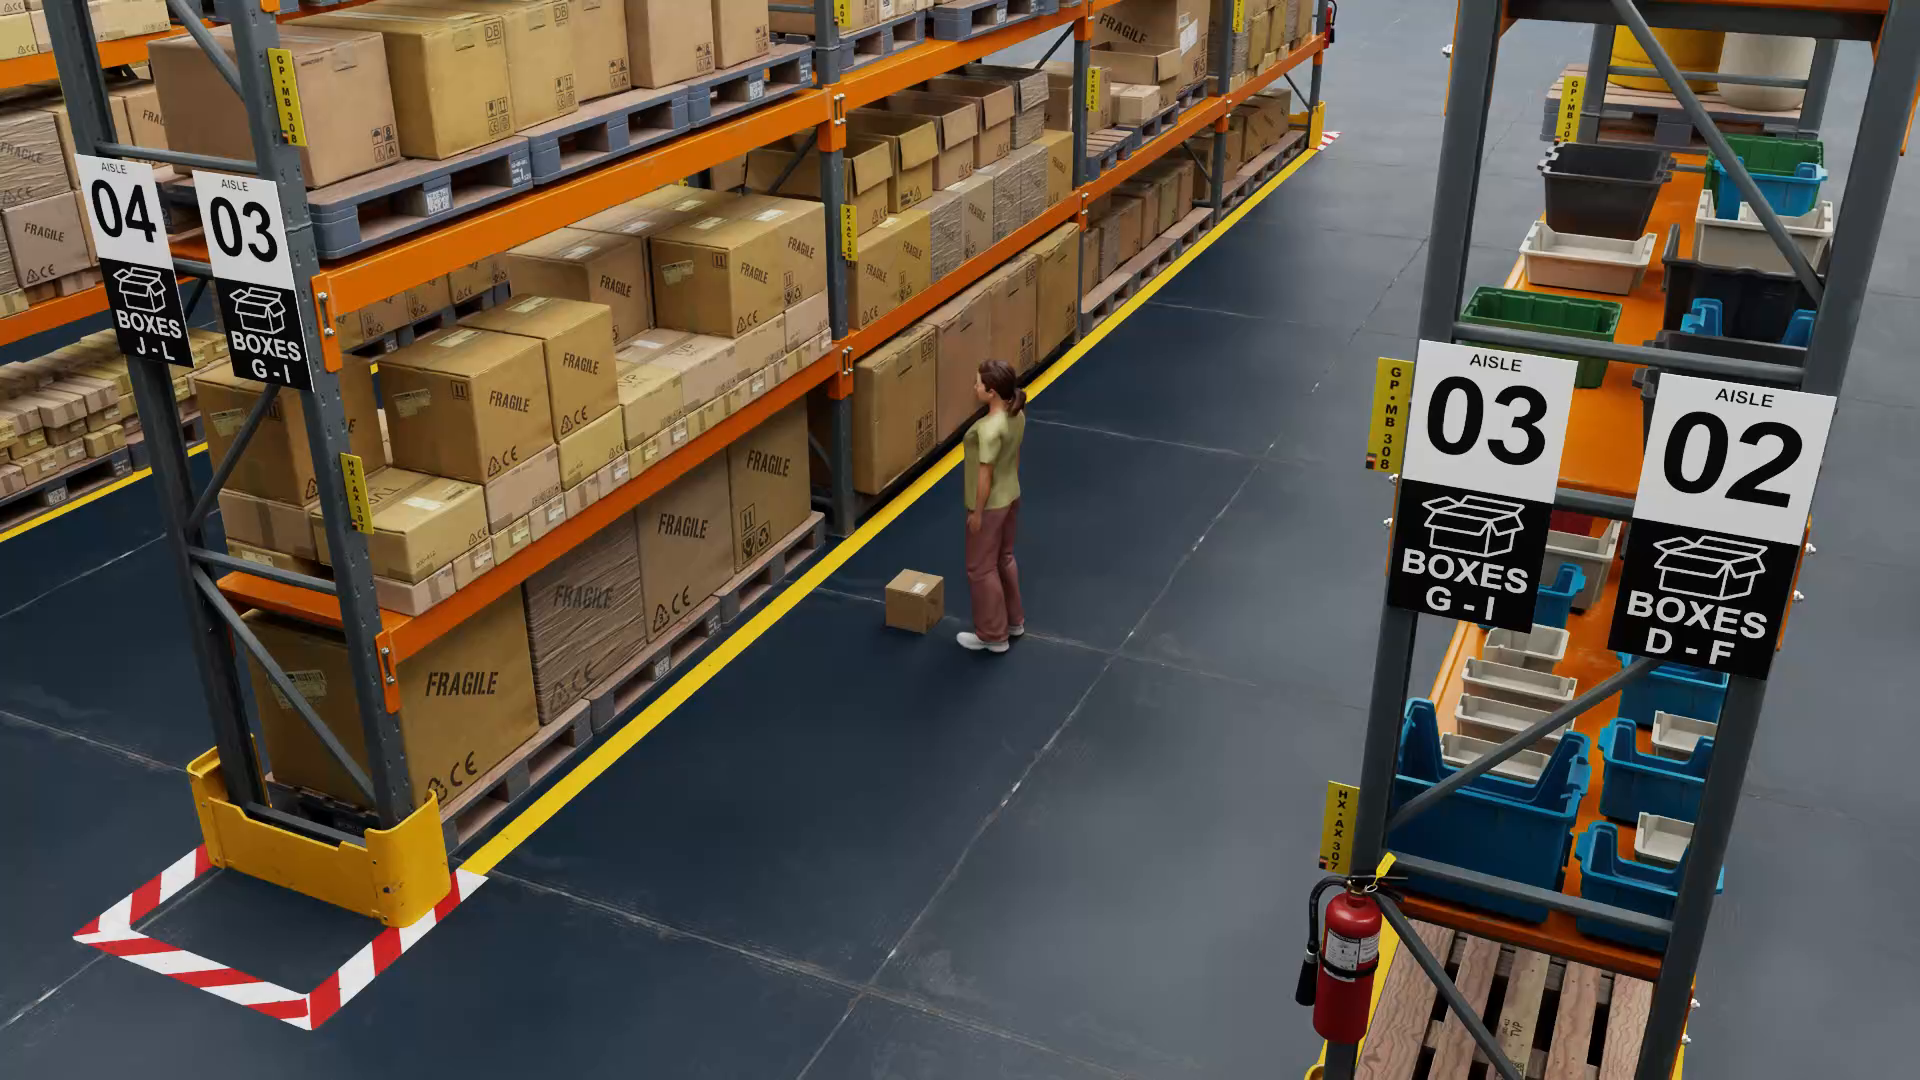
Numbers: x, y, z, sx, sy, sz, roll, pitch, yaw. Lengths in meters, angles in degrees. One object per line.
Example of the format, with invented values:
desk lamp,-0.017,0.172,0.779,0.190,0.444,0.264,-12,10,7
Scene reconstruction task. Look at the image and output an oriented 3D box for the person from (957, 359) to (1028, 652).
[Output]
person,0.188,-0.187,9.003,0.354,1.670,0.441,12,29,23
